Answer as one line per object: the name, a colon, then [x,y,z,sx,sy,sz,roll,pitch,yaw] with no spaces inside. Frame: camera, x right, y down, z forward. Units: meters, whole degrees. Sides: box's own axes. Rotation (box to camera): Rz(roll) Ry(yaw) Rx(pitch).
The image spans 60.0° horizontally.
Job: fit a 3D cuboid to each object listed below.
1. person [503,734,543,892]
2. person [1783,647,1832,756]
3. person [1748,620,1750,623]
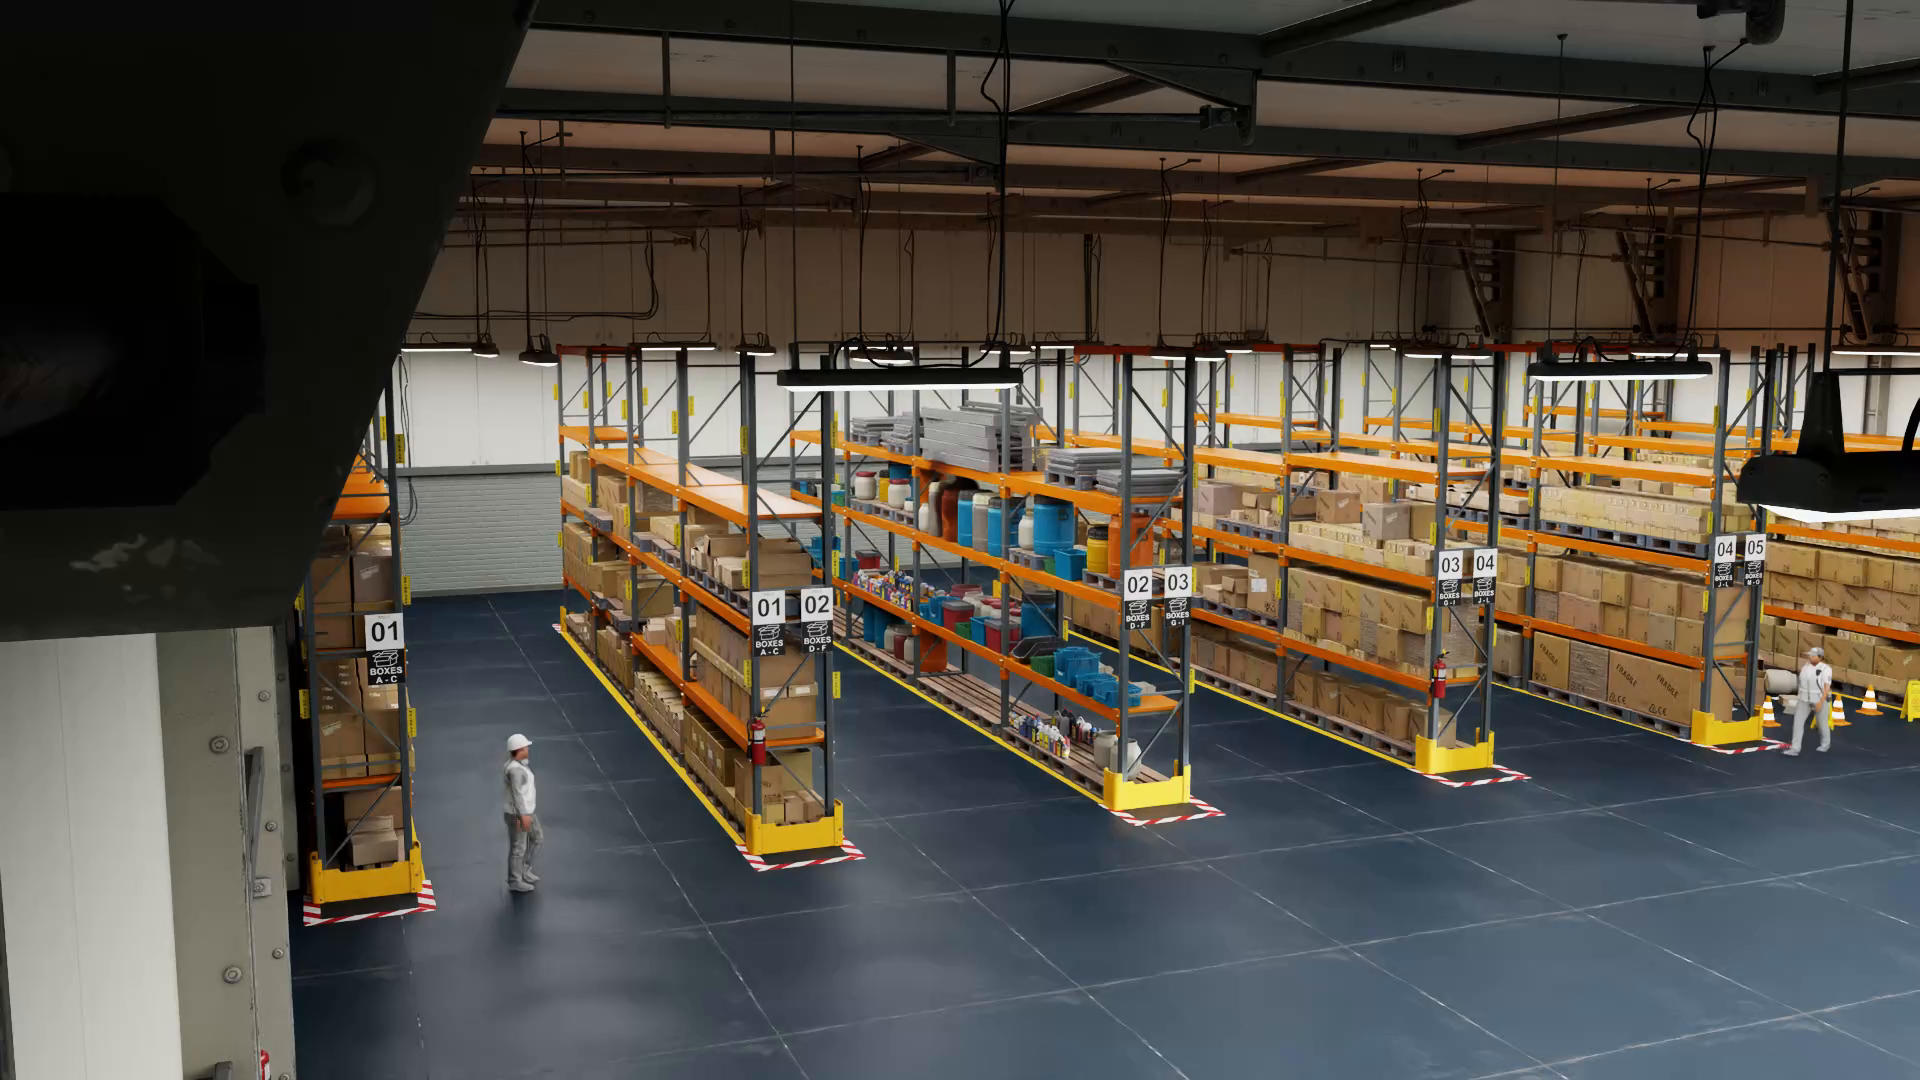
person: [-4.965,3.081,18.831,0.407,1.787,0.599,-1,7,-7]
person: [12.650,2.388,24.666,0.930,1.621,0.470,-7,10,-44]
person: [15.815,1.182,33.590,0.692,1.785,0.522,3,8,25]
